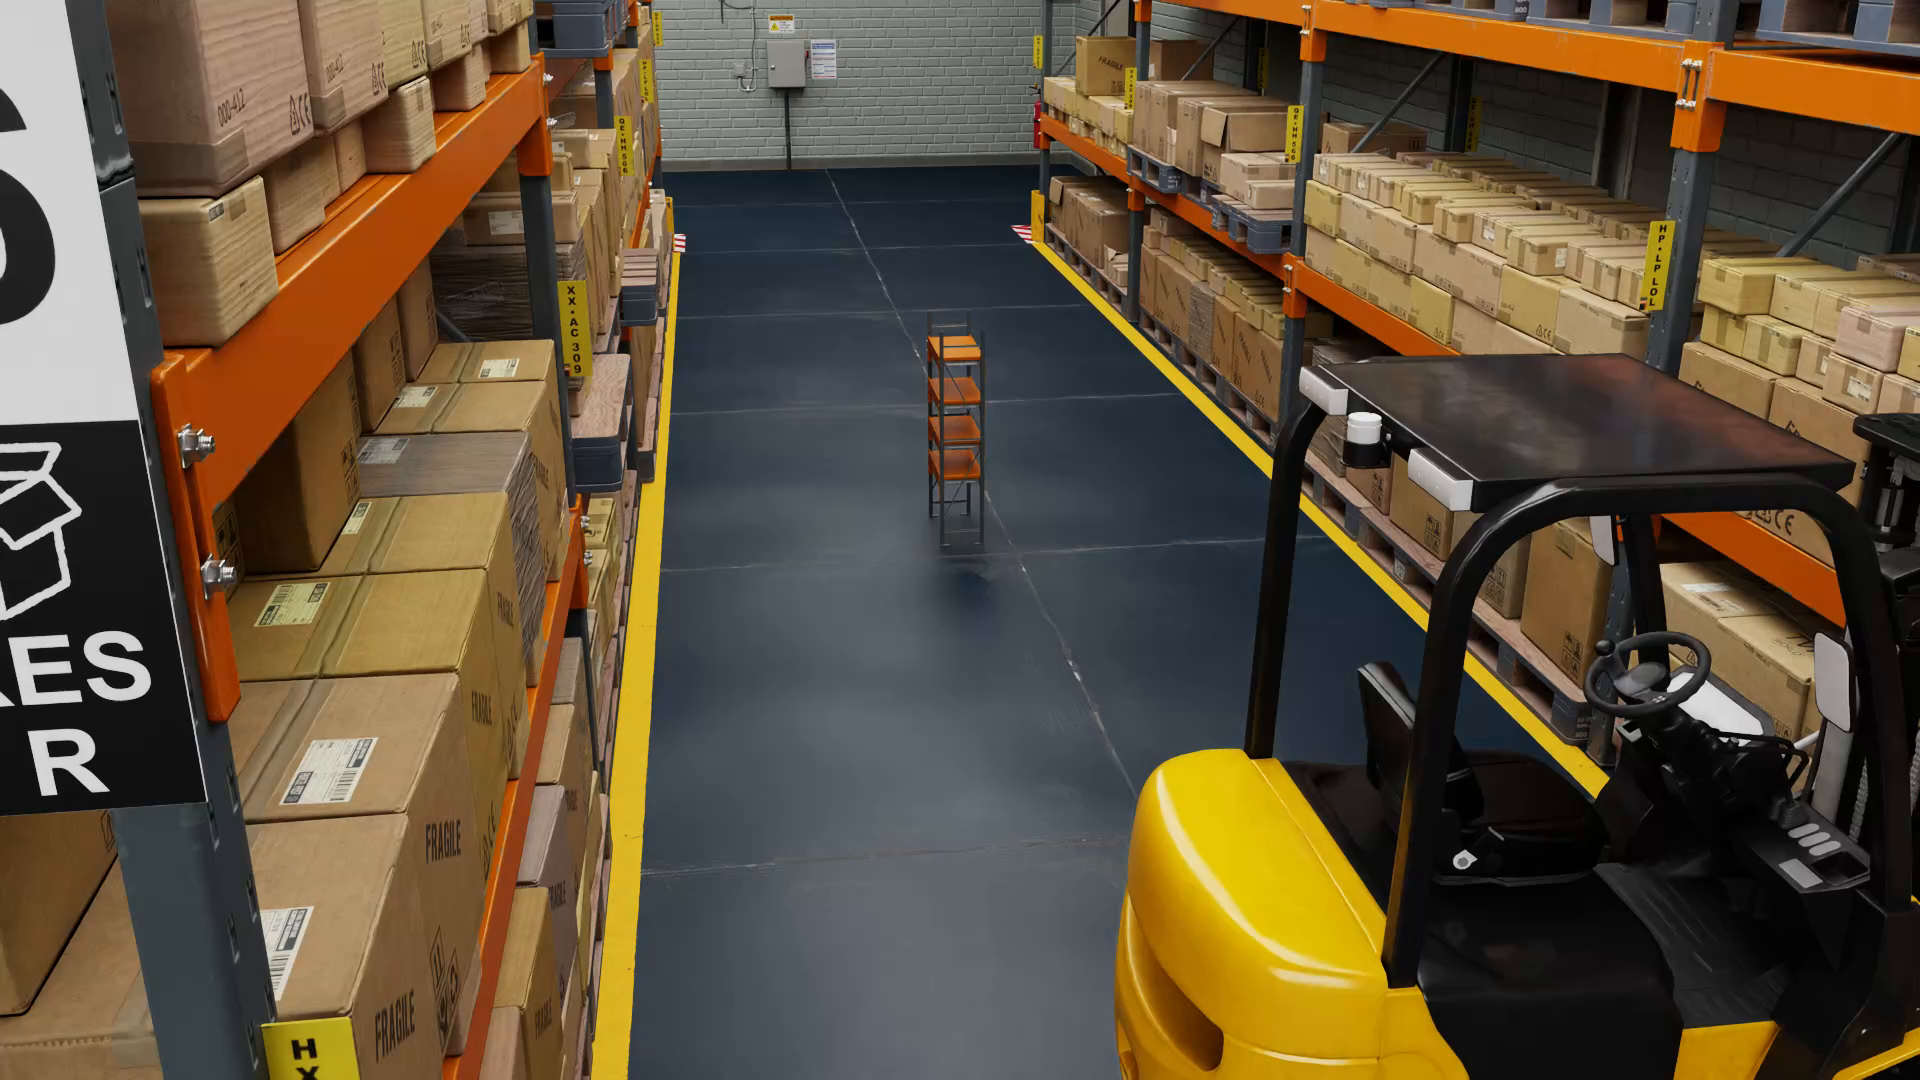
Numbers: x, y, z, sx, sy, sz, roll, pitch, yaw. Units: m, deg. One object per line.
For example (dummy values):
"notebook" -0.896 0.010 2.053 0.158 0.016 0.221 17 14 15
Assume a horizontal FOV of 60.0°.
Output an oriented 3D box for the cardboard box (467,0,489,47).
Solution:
"cardboard box" -1.369 -1.256 3.794 0.500 0.250 0.500 -3 21 -9

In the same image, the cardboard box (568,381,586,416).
"cardboard box" -1.599 -0.559 6.185 0.380 0.149 0.250 -3 21 -7

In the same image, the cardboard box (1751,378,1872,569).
"cardboard box" 2.976 -0.225 5.389 0.500 0.500 0.500 -3 21 -7

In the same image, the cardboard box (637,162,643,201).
"cardboard box" -2.599 -2.654 12.248 0.500 0.250 0.500 -3 21 -9

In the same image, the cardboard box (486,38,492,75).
"cardboard box" -1.535 -1.375 4.682 0.380 0.149 0.250 -3 21 -7

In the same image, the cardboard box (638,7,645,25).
"cardboard box" -3.135 -4.872 15.473 0.380 0.149 0.250 -2 21 -7

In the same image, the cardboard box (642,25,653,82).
"cardboard box" -3.084 -4.437 15.237 0.500 0.500 0.500 -3 21 -8

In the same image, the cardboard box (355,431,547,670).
"cardboard box" -1.362 0.039 4.255 0.500 0.500 0.500 -2 21 -6

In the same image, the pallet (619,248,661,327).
"pallet" -2.200 -1.327 8.755 1.213 0.211 1.003 -3 21 -8

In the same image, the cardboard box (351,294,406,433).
"cardboard box" -1.931 -0.586 4.502 0.700 0.500 0.500 -3 21 -7

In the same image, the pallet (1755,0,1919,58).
"pallet" 3.228 -1.594 5.037 1.003 0.211 1.213 -3 21 -8

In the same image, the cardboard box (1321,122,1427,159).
"cardboard box" 2.583 -2.339 10.449 0.500 0.500 0.500 -2 21 -5

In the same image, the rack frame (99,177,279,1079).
"rack frame" -1.255 1.112 1.952 1.000 3.000 0.127 -3 21 -8

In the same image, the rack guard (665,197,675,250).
"rack guard" -3.565 -3.265 17.244 1.175 0.500 0.348 -3 21 -8

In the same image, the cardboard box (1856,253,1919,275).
"cardboard box" 3.424 -0.919 5.895 0.380 0.149 0.250 -3 21 -8

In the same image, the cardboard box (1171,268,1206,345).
"cardboard box" 1.927 -1.784 12.679 0.500 0.500 0.500 -4 21 -9

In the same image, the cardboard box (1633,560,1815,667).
"cardboard box" 2.839 0.282 6.076 0.500 0.250 0.500 -3 21 -9

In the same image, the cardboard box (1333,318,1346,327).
"cardboard box" 2.668 -1.266 11.292 0.500 0.500 0.500 -3 21 -8

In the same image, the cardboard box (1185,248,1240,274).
"cardboard box" 1.931 -2.124 12.660 0.380 0.149 0.250 -3 21 -8

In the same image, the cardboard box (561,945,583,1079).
"cardboard box" -1.325 1.370 4.591 0.500 0.250 0.500 -3 21 -7

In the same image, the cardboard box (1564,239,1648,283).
"cardboard box" 2.772 -1.158 6.960 0.380 0.149 0.250 -3 21 -8

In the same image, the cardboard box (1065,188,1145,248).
"cardboard box" 1.429 -3.191 16.444 0.700 0.500 0.500 -2 21 -6

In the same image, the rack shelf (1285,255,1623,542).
"rack shelf" 2.791 -0.880 8.314 1.077 0.370 4.000 -3 21 -8

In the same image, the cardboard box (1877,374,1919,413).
"cardboard box" 2.968 -0.393 4.912 0.380 0.149 0.250 -3 21 -8

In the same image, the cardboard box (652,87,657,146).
"cardboard box" -3.002 -3.791 14.935 0.500 0.500 0.500 -2 21 -6

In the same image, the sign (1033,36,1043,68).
"sign" 0.813 -5.058 17.233 0.100 0.325 0.005 -3 21 -8

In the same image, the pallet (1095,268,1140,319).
"pallet" 1.828 -2.226 14.874 1.003 0.211 1.213 -3 21 -8

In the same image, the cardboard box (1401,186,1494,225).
"cardboard box" 2.454 -1.689 8.380 0.380 0.149 0.250 -2 21 -7

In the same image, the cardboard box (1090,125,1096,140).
"cardboard box" 1.425 -3.810 15.488 0.380 0.149 0.250 -3 21 -8

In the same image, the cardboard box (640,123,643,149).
"cardboard box" -2.681 -3.066 12.639 0.500 0.250 0.500 -3 21 -8

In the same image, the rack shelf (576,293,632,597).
"rack shelf" -2.120 -0.628 7.640 1.077 0.370 4.000 -3 21 -8

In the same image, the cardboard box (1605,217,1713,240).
"cardboard box" 3.151 -1.365 7.513 0.380 0.149 0.250 -3 21 -8

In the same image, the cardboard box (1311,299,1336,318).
"cardboard box" 2.609 -1.611 11.287 0.380 0.149 0.250 -3 21 -7

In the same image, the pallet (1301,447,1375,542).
"pallet" 2.583 -0.316 9.761 1.003 0.211 1.213 -3 21 -8

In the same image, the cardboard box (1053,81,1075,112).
"cardboard box" 1.221 -4.403 16.508 0.500 0.250 0.500 -3 21 -7

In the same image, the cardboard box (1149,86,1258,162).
"cardboard box" 1.849 -3.180 12.700 0.700 0.500 0.500 -3 21 -7

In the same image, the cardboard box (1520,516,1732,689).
"cardboard box" 2.993 0.211 7.158 0.875 0.625 0.625 -2 21 -5

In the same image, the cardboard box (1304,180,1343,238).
"cardboard box" 2.300 -1.906 9.533 0.500 0.250 0.500 -3 21 -8

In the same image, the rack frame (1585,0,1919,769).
"rack frame" 3.079 -0.525 6.334 1.000 3.000 0.127 -3 21 -8

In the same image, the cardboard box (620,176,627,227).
"cardboard box" -2.237 -2.010 9.810 0.500 0.250 0.500 -3 21 -8

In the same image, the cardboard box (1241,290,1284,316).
"cardboard box" 2.117 -1.584 11.215 0.380 0.149 0.250 -4 21 -10

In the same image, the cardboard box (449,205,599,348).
"cardboard box" -1.689 -1.006 6.455 0.500 0.500 0.500 -3 21 -8

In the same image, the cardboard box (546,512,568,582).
"cardboard box" -1.441 0.027 5.217 0.380 0.149 0.250 -2 21 -7

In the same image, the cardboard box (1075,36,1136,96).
"cardboard box" 1.365 -4.410 15.453 0.500 0.500 0.500 -2 21 -6

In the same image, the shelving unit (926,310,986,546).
"shelving unit" -0.024 -0.619 9.160 0.258 1.200 0.503 -3 21 -8

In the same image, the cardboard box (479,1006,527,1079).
"cardboard box" -1.182 1.370 3.519 0.500 0.500 0.500 -4 21 -10

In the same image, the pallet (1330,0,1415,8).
"pallet" 2.689 -2.996 8.933 1.213 0.211 1.003 -2 21 -5

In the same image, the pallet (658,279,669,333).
"pallet" -3.017 -2.004 14.279 1.003 0.211 1.213 -3 21 -8

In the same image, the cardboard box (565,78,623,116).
"cardboard box" -2.319 -2.527 10.124 0.500 0.500 0.500 -3 21 -8

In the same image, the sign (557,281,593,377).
"sign" -1.296 -0.709 5.589 0.100 0.325 0.005 -3 21 -8

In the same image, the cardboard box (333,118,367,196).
"cardboard box" -1.215 -0.663 2.776 0.380 0.149 0.250 -4 21 -9

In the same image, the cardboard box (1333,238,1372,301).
"cardboard box" 2.392 -1.499 9.157 0.500 0.250 0.500 -3 21 -9

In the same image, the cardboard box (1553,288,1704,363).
"cardboard box" 2.756 -0.846 6.693 0.500 0.250 0.500 -3 21 -9

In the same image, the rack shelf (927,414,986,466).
"rack shelf" -0.024 -0.556 9.183 0.258 0.148 0.480 -3 21 -8

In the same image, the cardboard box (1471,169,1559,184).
"cardboard box" 2.980 -1.899 8.943 0.380 0.149 0.250 -3 21 -9

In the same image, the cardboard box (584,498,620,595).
"cardboard box" -2.119 0.090 7.842 0.950 0.372 0.625 -2 21 -6

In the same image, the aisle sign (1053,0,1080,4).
"aisle sign" 1.049 -5.906 17.027 0.394 0.787 0.004 -3 21 -8

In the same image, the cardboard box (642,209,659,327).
"cardboard box" -2.817 -2.034 12.810 0.875 0.875 0.875 -2 21 -6
